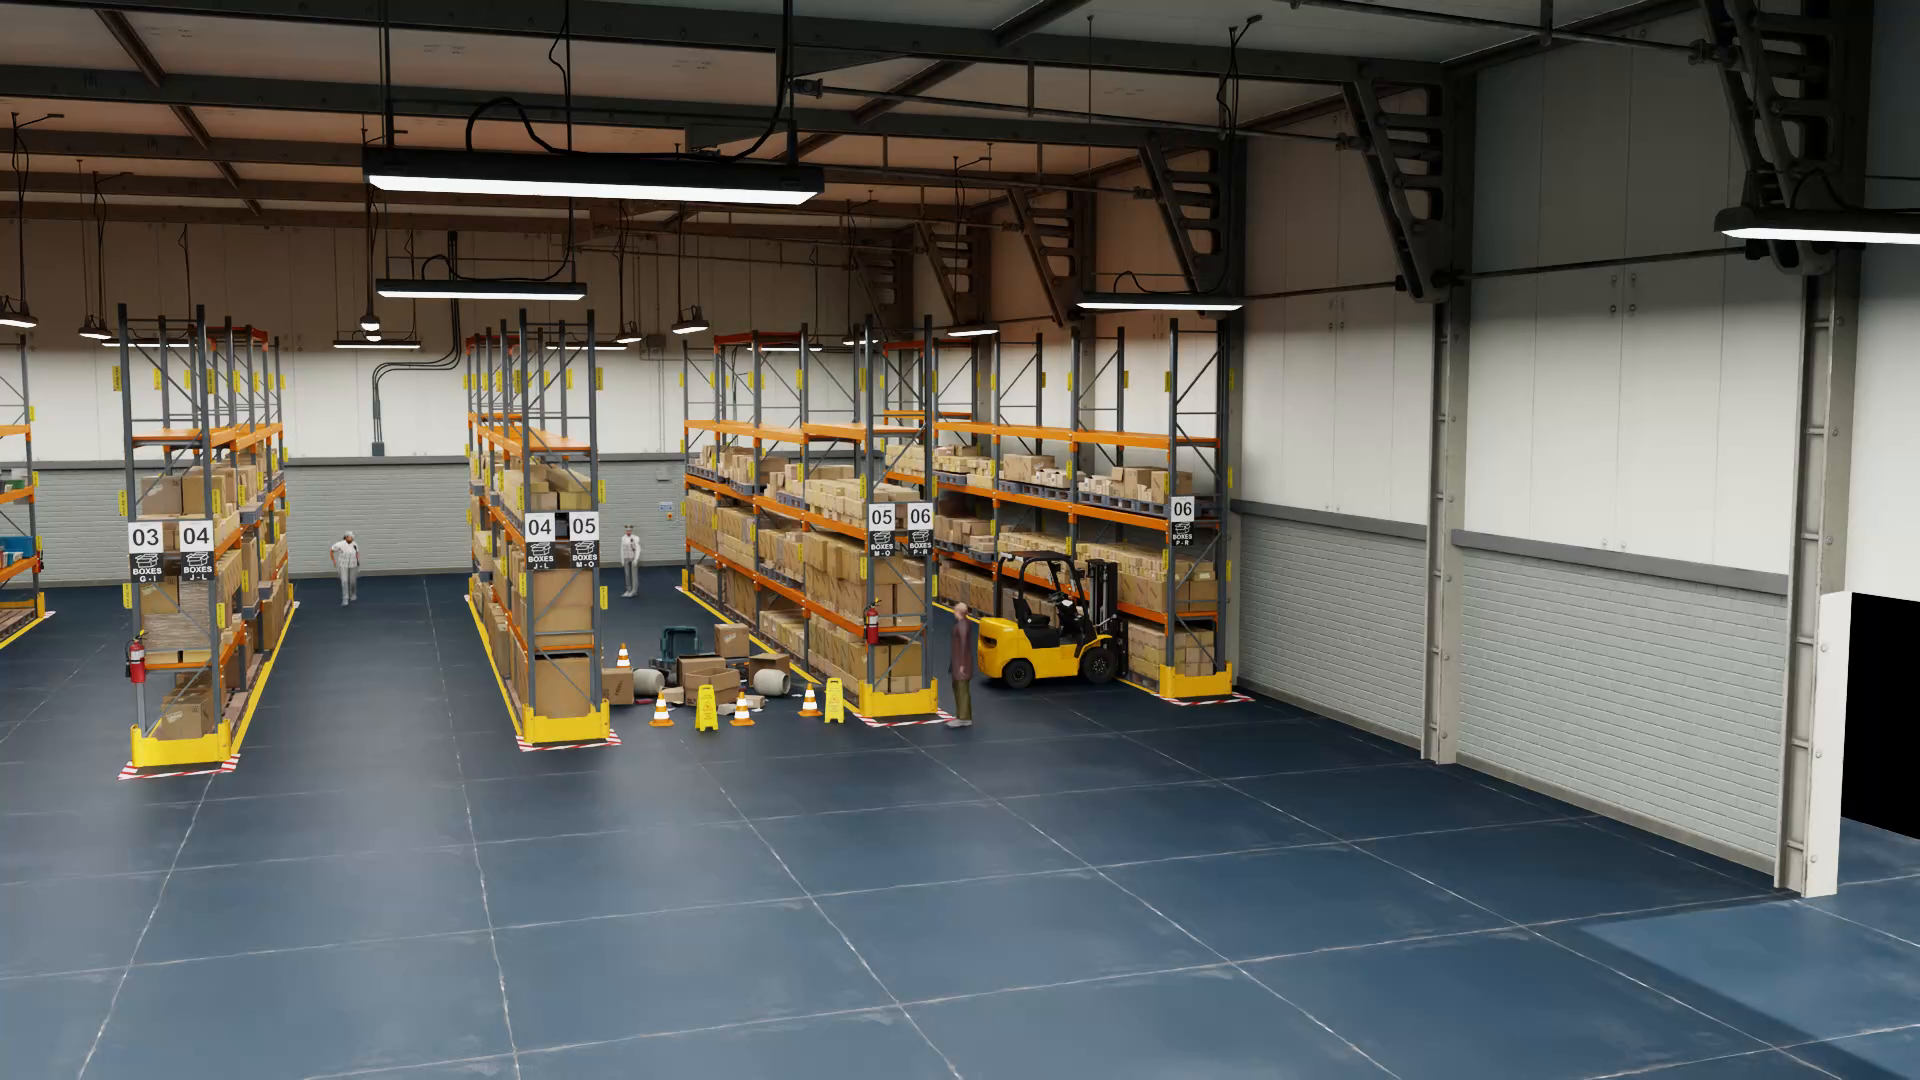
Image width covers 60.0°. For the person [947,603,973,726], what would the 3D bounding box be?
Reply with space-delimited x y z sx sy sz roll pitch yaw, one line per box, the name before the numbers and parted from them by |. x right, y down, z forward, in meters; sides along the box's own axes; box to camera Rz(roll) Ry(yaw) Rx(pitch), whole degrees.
person | -0.006 1.822 24.274 0.378 1.839 0.628 0 5 -1

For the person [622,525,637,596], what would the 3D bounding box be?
person | -7.710 0.478 38.935 0.378 1.687 0.383 2 6 21

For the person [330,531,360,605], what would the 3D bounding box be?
person | -13.848 0.610 37.455 0.634 1.613 1.028 -2 6 -17
